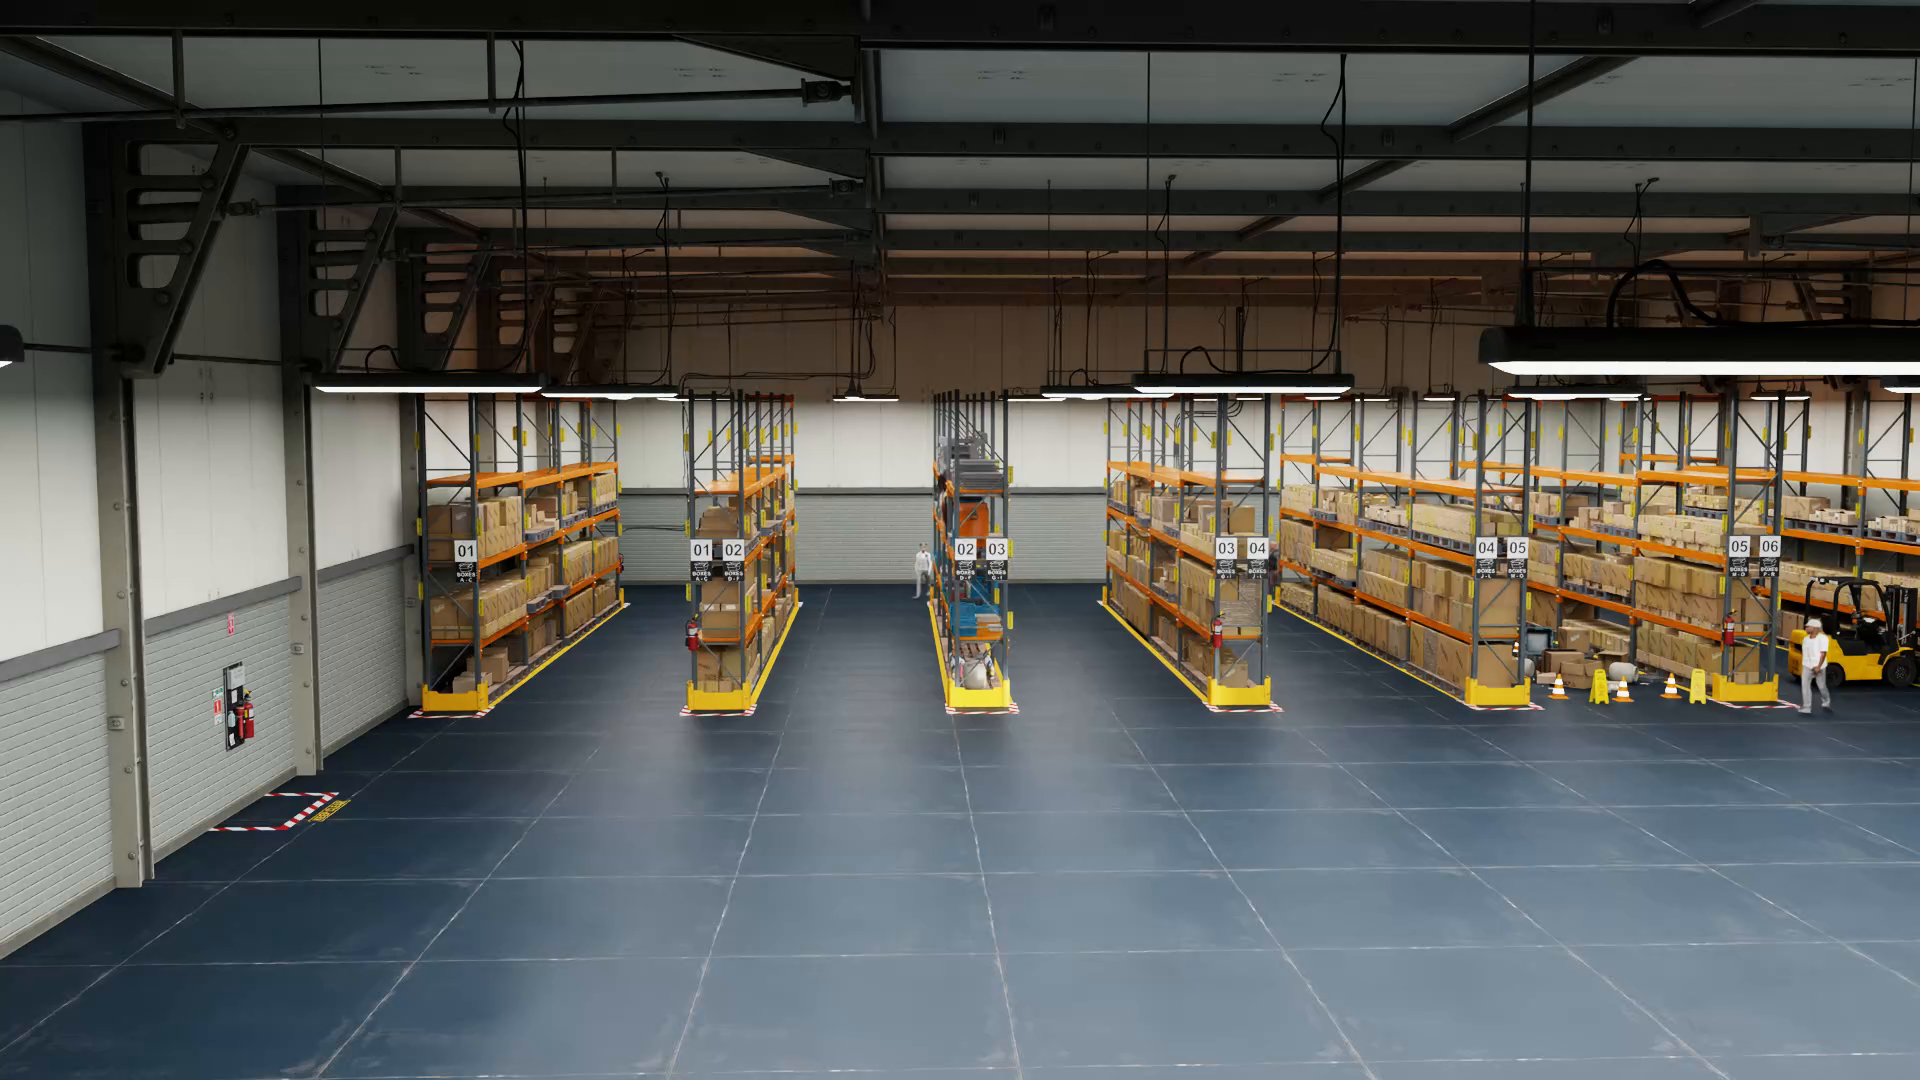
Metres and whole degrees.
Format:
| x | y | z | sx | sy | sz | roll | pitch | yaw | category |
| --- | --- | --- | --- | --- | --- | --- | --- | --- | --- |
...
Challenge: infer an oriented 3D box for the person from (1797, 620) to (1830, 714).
| x | y | z | sx | sy | sz | roll | pitch | yaw | category |
| --- | --- | --- | --- | --- | --- | --- | --- | --- | --- |
| 15.875 | 2.345 | 30.929 | 1.014 | 1.722 | 0.521 | -4 | 6 | -40 | person |

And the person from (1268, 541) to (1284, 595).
| x | y | z | sx | sy | sz | roll | pitch | yaw | category |
| --- | --- | --- | --- | --- | --- | --- | --- | --- | --- |
| 9.184 | 0.885 | 48.766 | 0.717 | 1.698 | 0.544 | -2 | 5 | -19 | person |

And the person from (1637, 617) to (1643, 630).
| x | y | z | sx | sy | sz | roll | pitch | yaw | category |
| --- | --- | --- | --- | --- | --- | --- | --- | --- | --- |
| 17.099 | 1.462 | 42.045 | 0.426 | 1.690 | 0.477 | 2 | 5 | 18 | person |

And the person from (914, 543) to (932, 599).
| x | y | z | sx | sy | sz | roll | pitch | yaw | category |
| --- | --- | --- | --- | --- | --- | --- | --- | --- | --- |
| -1.083 | 0.904 | 49.029 | 0.518 | 1.639 | 1.035 | 1 | 5 | 9 | person |
